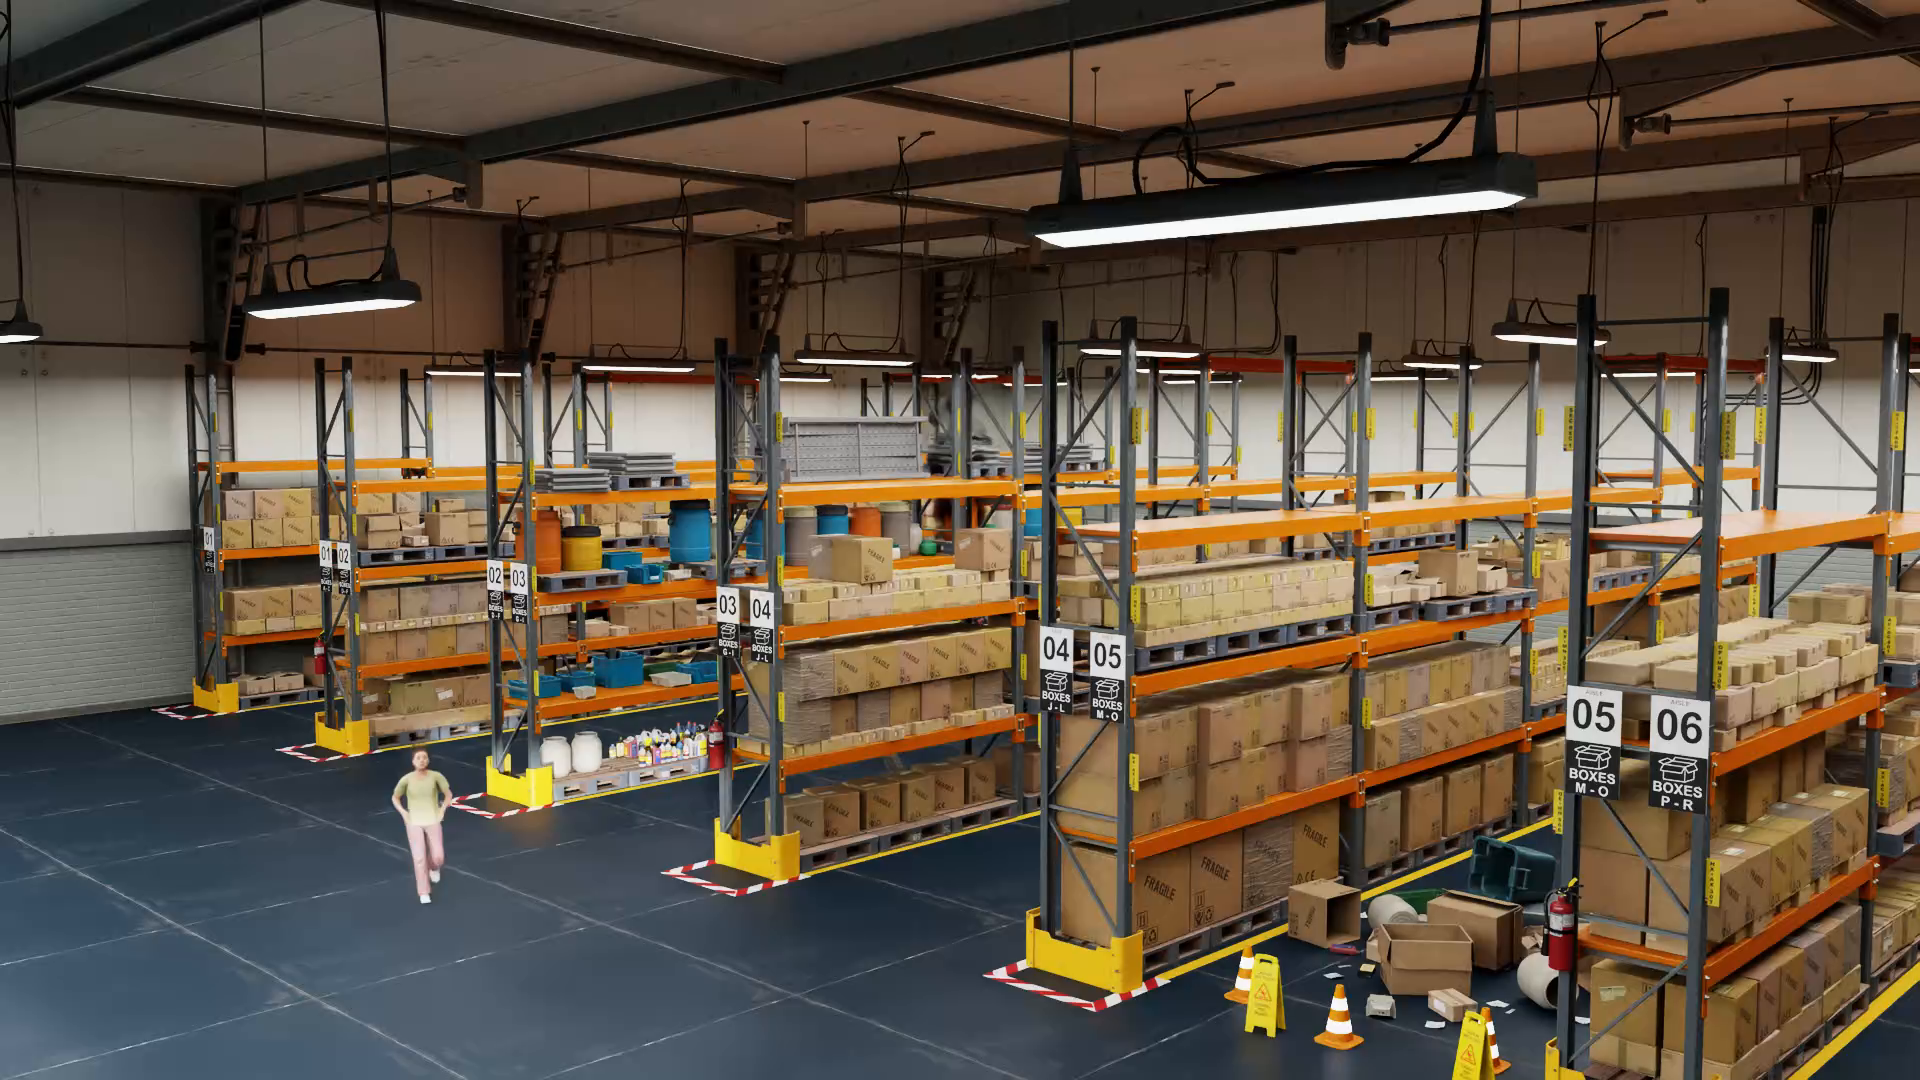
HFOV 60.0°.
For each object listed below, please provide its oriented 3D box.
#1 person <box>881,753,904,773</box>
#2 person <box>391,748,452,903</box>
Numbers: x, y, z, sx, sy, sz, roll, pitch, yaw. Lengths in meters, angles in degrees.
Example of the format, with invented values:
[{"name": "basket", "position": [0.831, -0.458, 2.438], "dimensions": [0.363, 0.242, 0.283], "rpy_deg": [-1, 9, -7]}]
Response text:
[{"name": "person", "position": [-0.969, 2.558, 22.513], "dimensions": [0.667, 1.824, 0.671], "rpy_deg": [4, 6, 44]}, {"name": "person", "position": [-5.717, 3.003, 17.683], "dimensions": [0.618, 1.614, 0.632], "rpy_deg": [-1, 5, -19]}]
